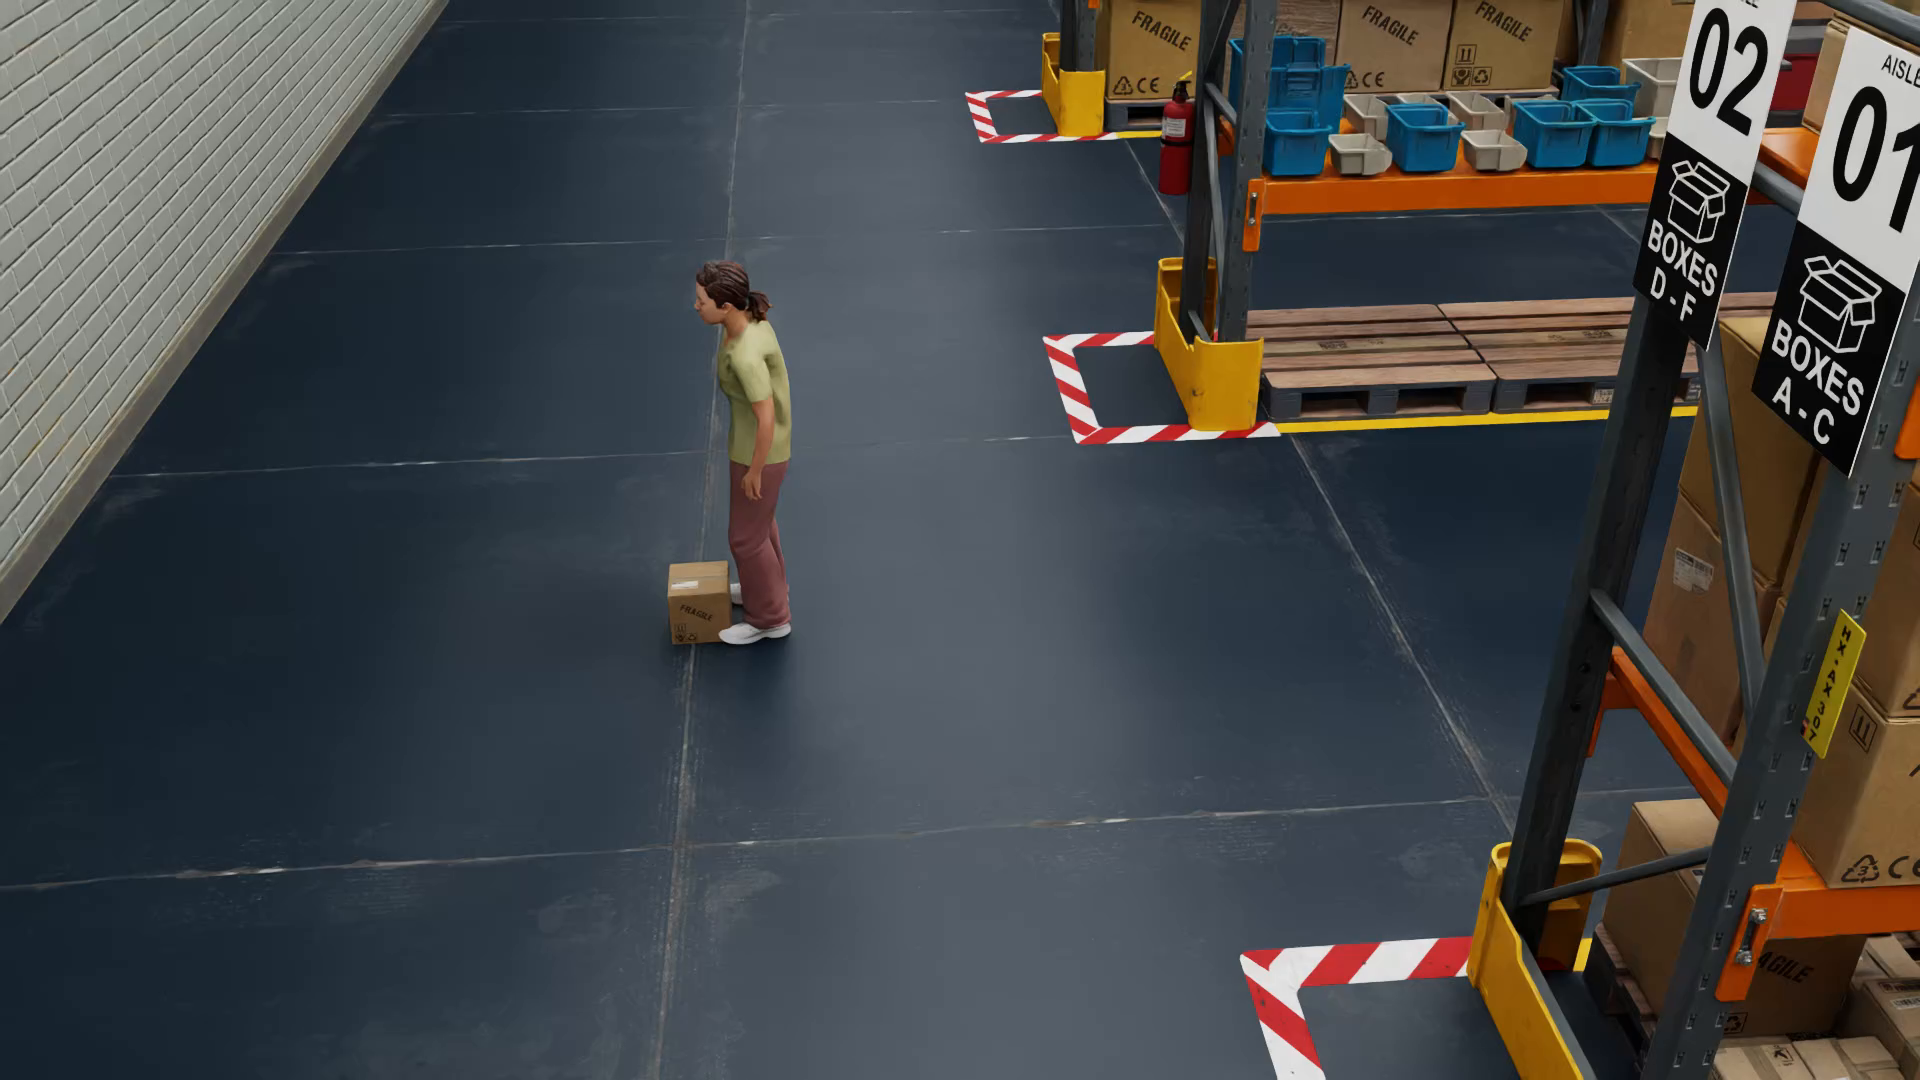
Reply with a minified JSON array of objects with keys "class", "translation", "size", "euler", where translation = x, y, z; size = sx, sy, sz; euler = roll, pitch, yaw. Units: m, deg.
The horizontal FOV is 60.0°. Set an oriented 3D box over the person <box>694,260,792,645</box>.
[{"class":"person","translation":[-0.857,-0.356,6.724],"size":[0.365,1.671,0.515],"euler":[-5,32,-7]}]
